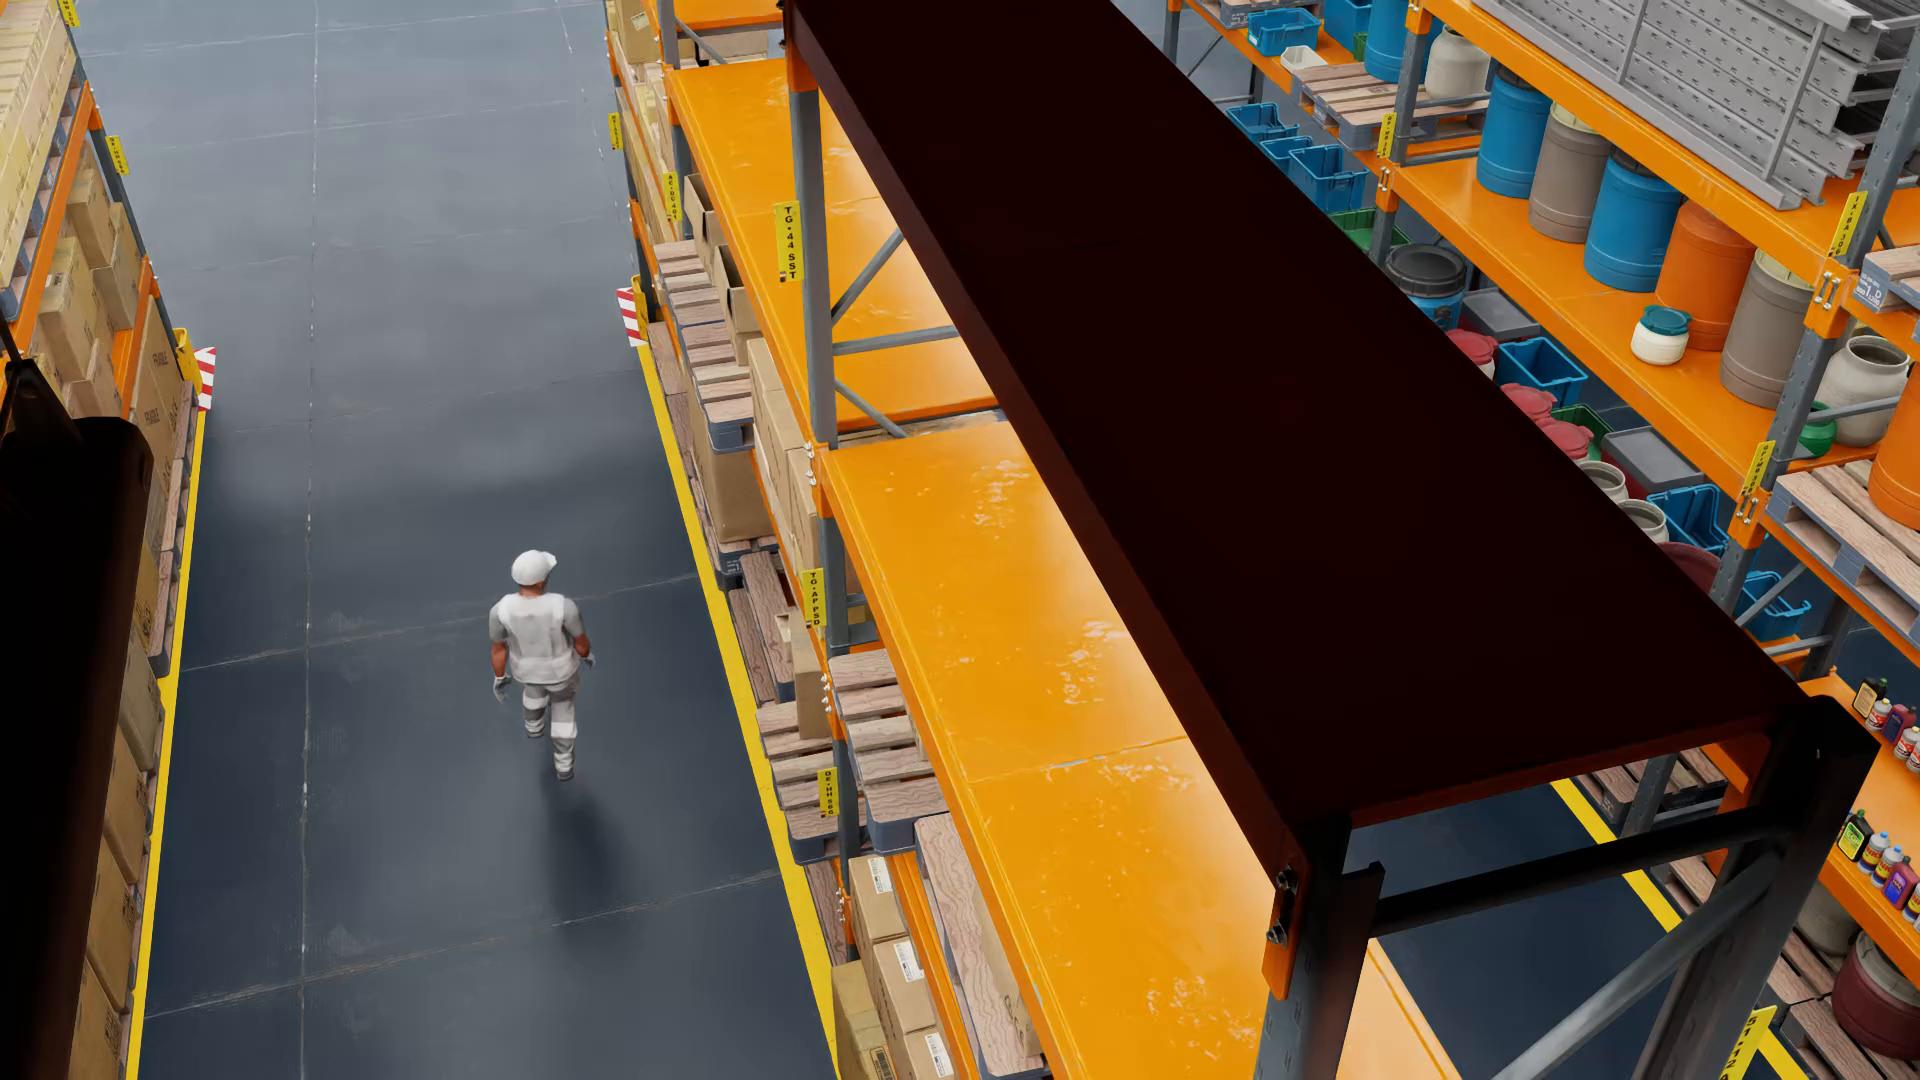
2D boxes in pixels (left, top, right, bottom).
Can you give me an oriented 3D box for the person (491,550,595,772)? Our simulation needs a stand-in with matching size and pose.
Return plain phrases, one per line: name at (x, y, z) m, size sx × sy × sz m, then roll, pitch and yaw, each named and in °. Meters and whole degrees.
person at (-1.374, -1.656, 13.066) m, size 2.890 × 1.619 × 8.044 m, roll 0°, pitch 38°, yaw 0°
